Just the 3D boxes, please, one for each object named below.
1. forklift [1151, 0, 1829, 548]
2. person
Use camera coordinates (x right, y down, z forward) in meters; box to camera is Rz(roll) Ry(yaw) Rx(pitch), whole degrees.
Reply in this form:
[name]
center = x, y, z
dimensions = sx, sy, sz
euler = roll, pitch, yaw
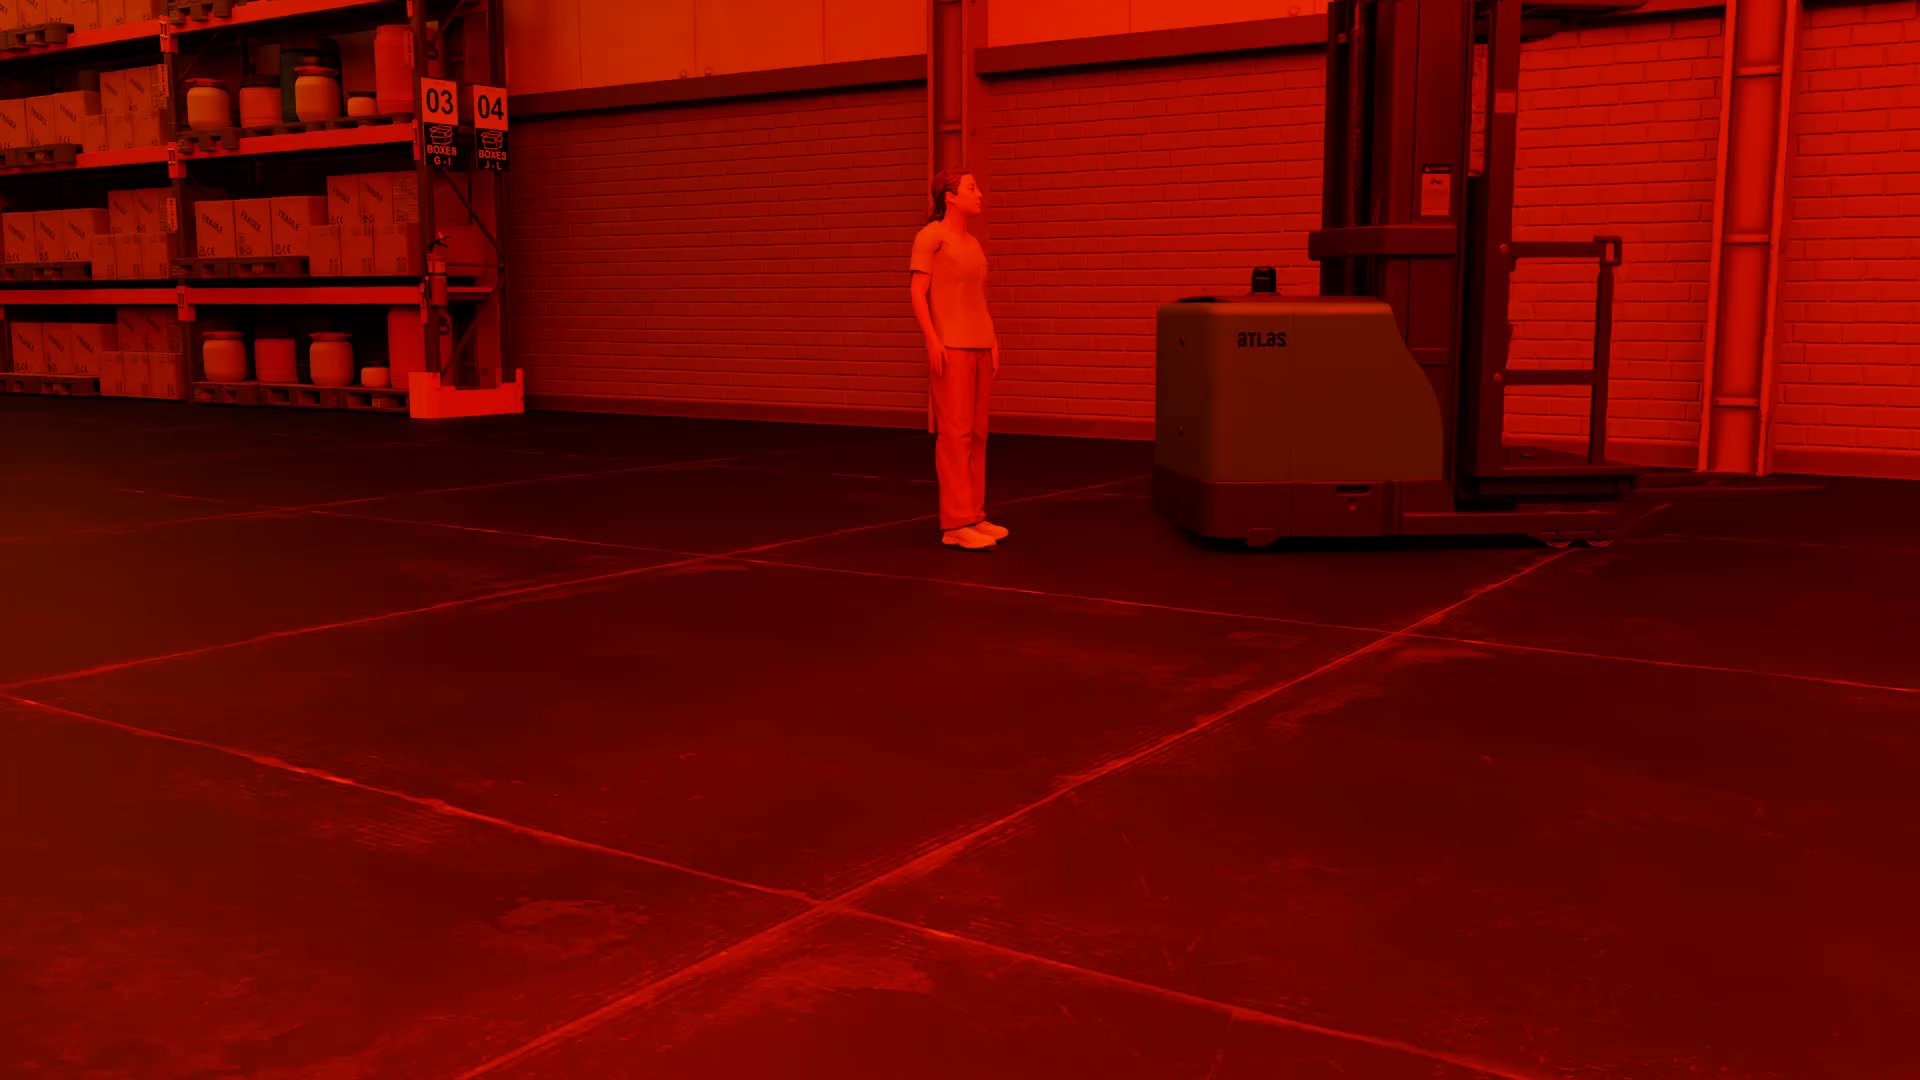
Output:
[forklift]
center = 2.485, -1.488, 7.654
dimensions = 3.031, 2.935, 1.130
euler = -1, 8, -8
[person]
center = 0.055, -0.830, 7.435
dimensions = 0.548, 1.674, 0.555
euler = 5, 10, 34
